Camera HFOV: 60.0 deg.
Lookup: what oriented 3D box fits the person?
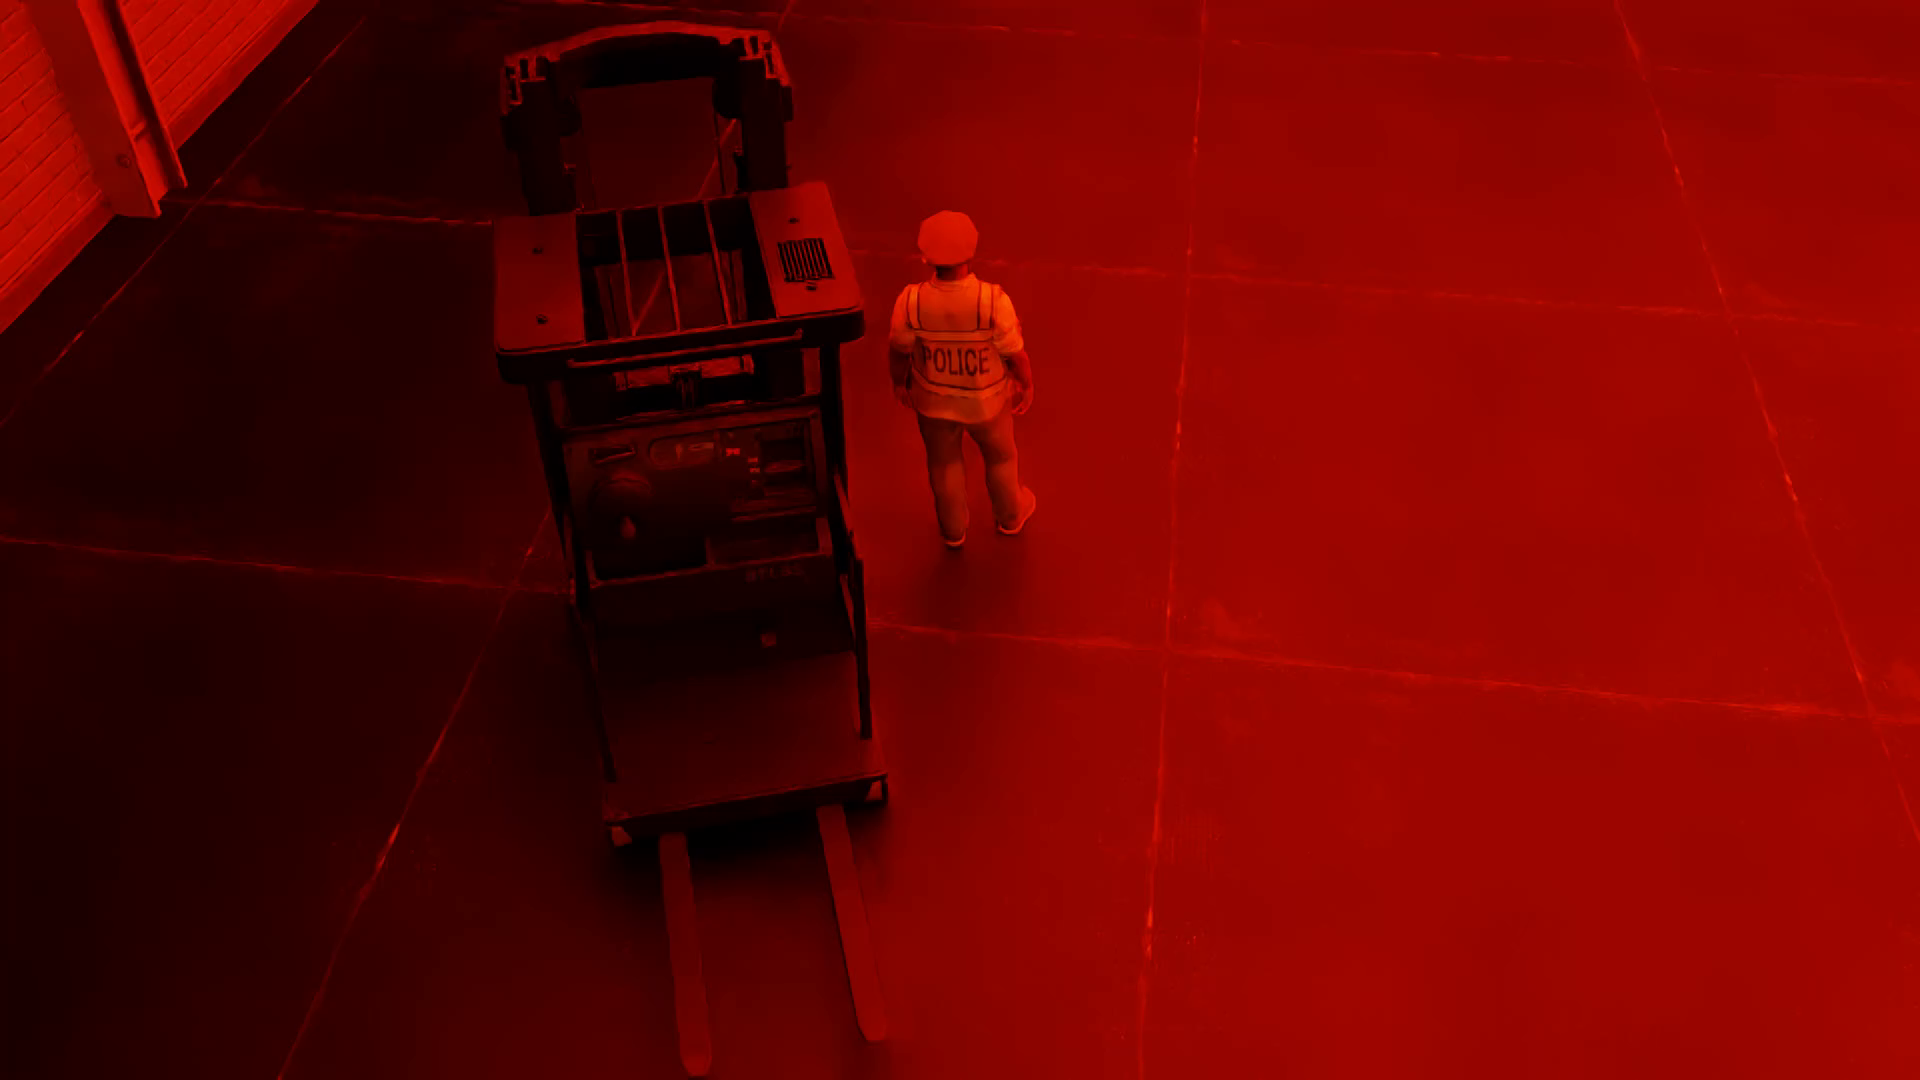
[{"bbox_3d":[0.022,-0.713,7.338,0.640,1.781,0.574,5,43,6],"label":"person"}]

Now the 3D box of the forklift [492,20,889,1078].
[{"bbox_3d":[-0.908,-0.155,5.893,1.130,2.935,3.031,-8,43,-9],"label":"forklift"}]
